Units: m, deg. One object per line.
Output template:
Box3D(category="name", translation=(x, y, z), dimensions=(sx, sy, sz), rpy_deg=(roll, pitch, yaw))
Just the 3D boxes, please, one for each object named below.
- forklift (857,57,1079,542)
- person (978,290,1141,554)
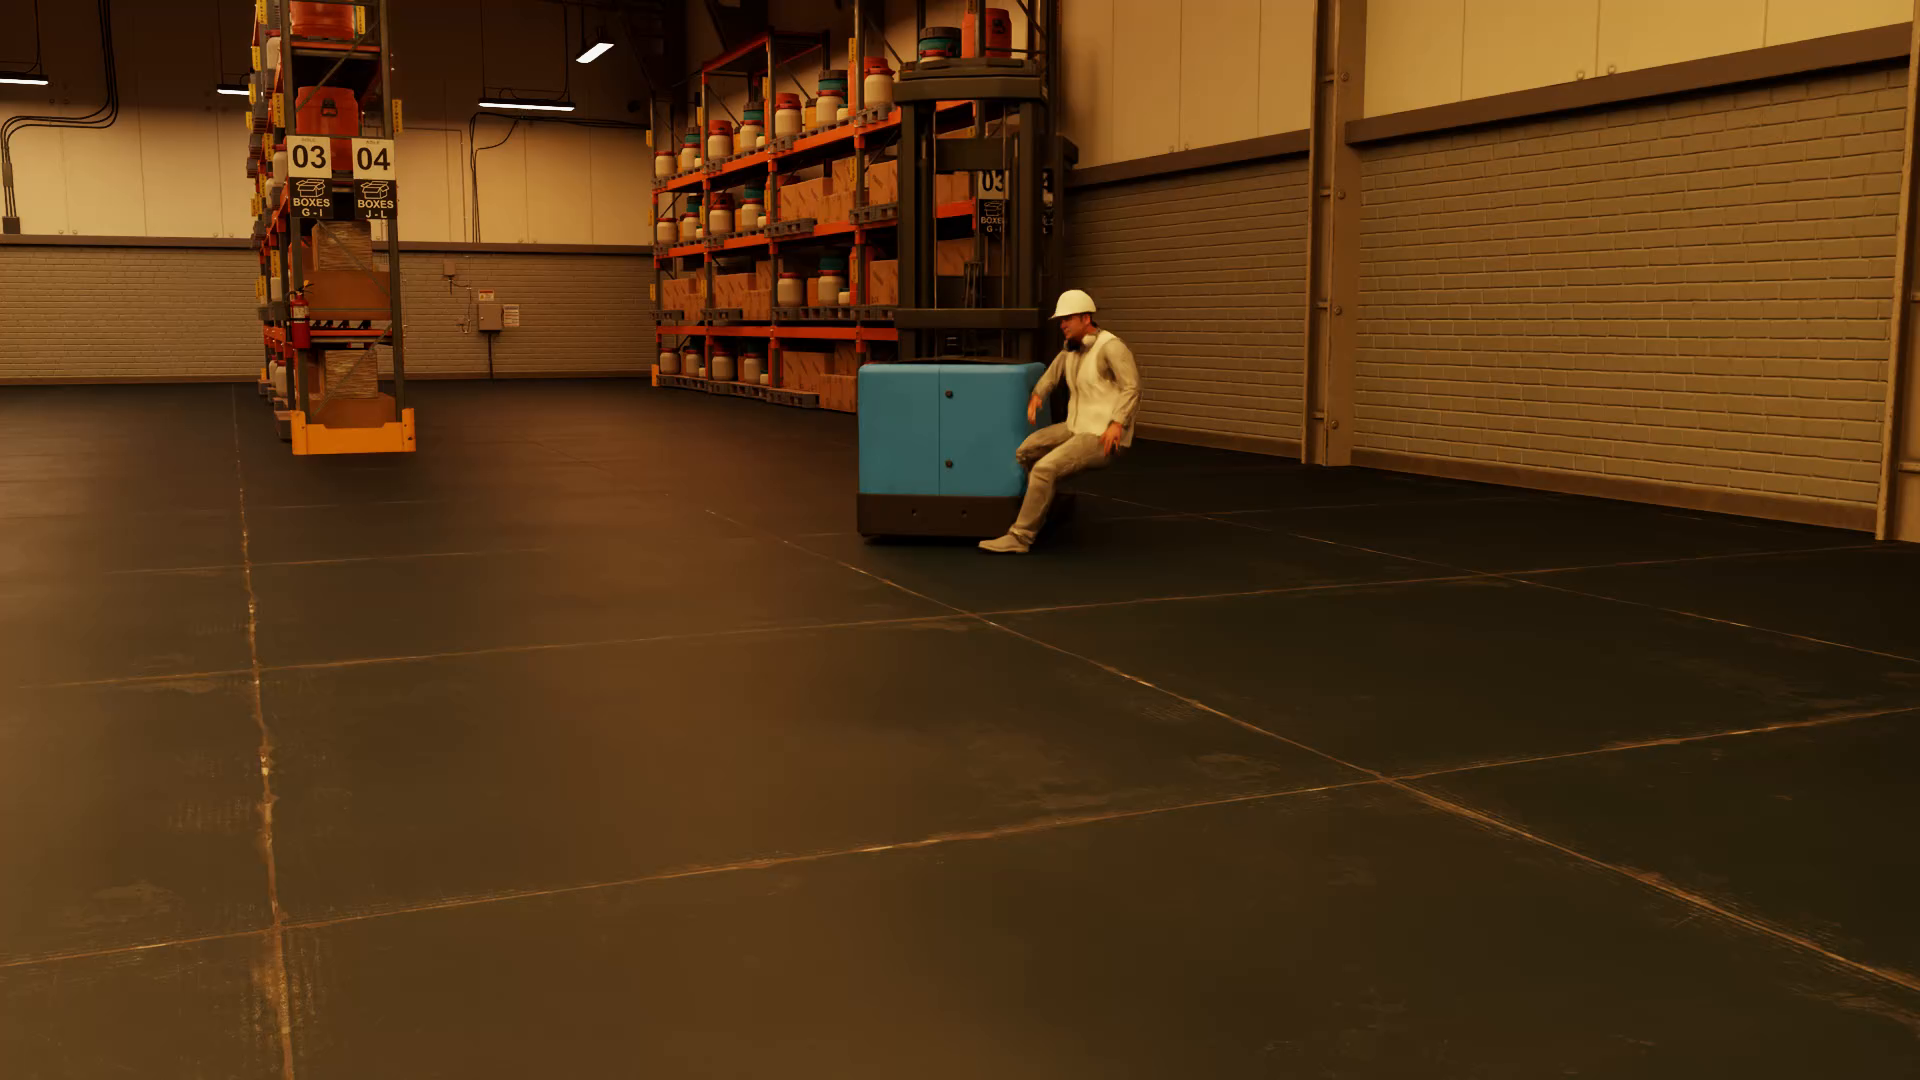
Box3D(category="forklift", translation=(0.184, -1.598, 11.064), dimensions=(1.130, 2.935, 3.031), rpy_deg=(2, 8, 12))
Box3D(category="person", translation=(0.560, -0.685, 9.600), dimensions=(0.921, 1.508, 0.787), rpy_deg=(-5, 9, -32))
